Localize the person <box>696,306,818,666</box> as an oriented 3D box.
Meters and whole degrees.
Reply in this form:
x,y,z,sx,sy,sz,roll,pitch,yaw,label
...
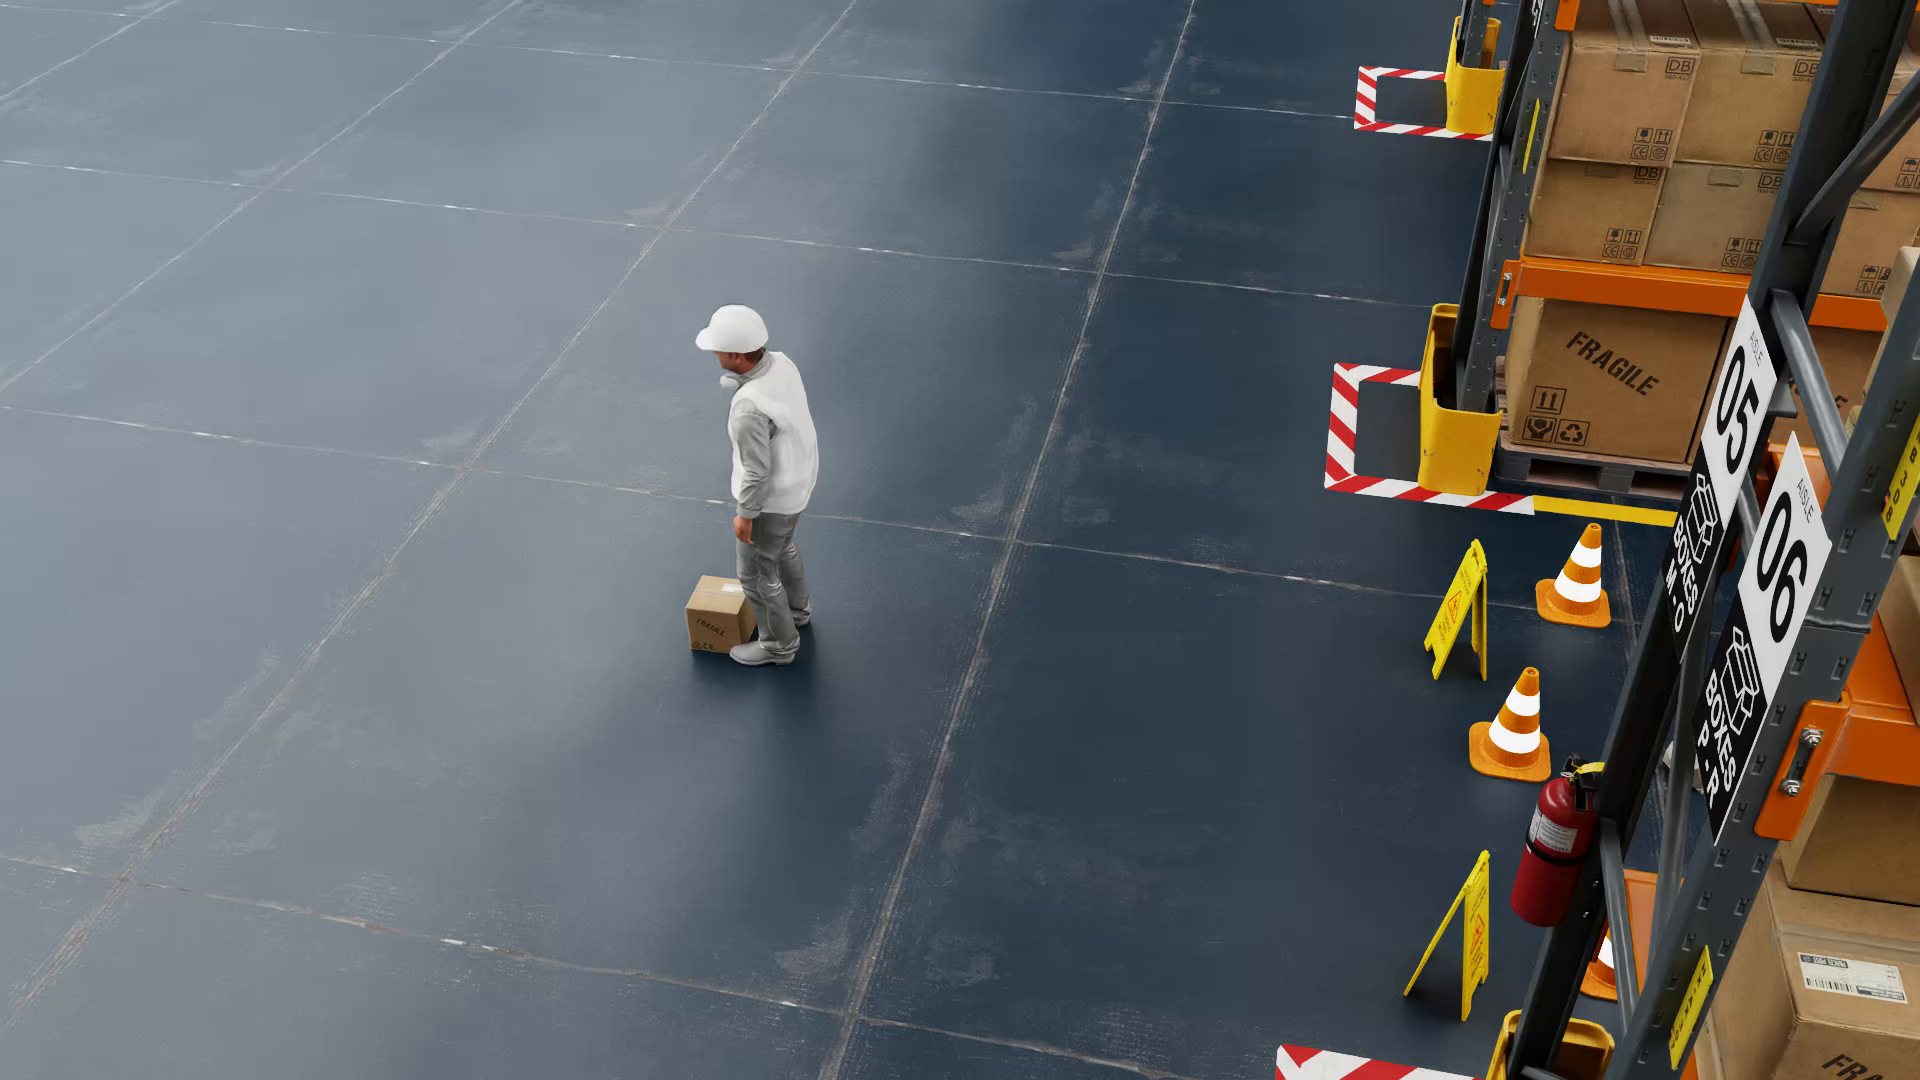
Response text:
x,y,z,sx,sy,sz,roll,pitch,yaw,label
-0.849,-0.237,7.265,0.461,1.771,0.581,6,37,8,person
